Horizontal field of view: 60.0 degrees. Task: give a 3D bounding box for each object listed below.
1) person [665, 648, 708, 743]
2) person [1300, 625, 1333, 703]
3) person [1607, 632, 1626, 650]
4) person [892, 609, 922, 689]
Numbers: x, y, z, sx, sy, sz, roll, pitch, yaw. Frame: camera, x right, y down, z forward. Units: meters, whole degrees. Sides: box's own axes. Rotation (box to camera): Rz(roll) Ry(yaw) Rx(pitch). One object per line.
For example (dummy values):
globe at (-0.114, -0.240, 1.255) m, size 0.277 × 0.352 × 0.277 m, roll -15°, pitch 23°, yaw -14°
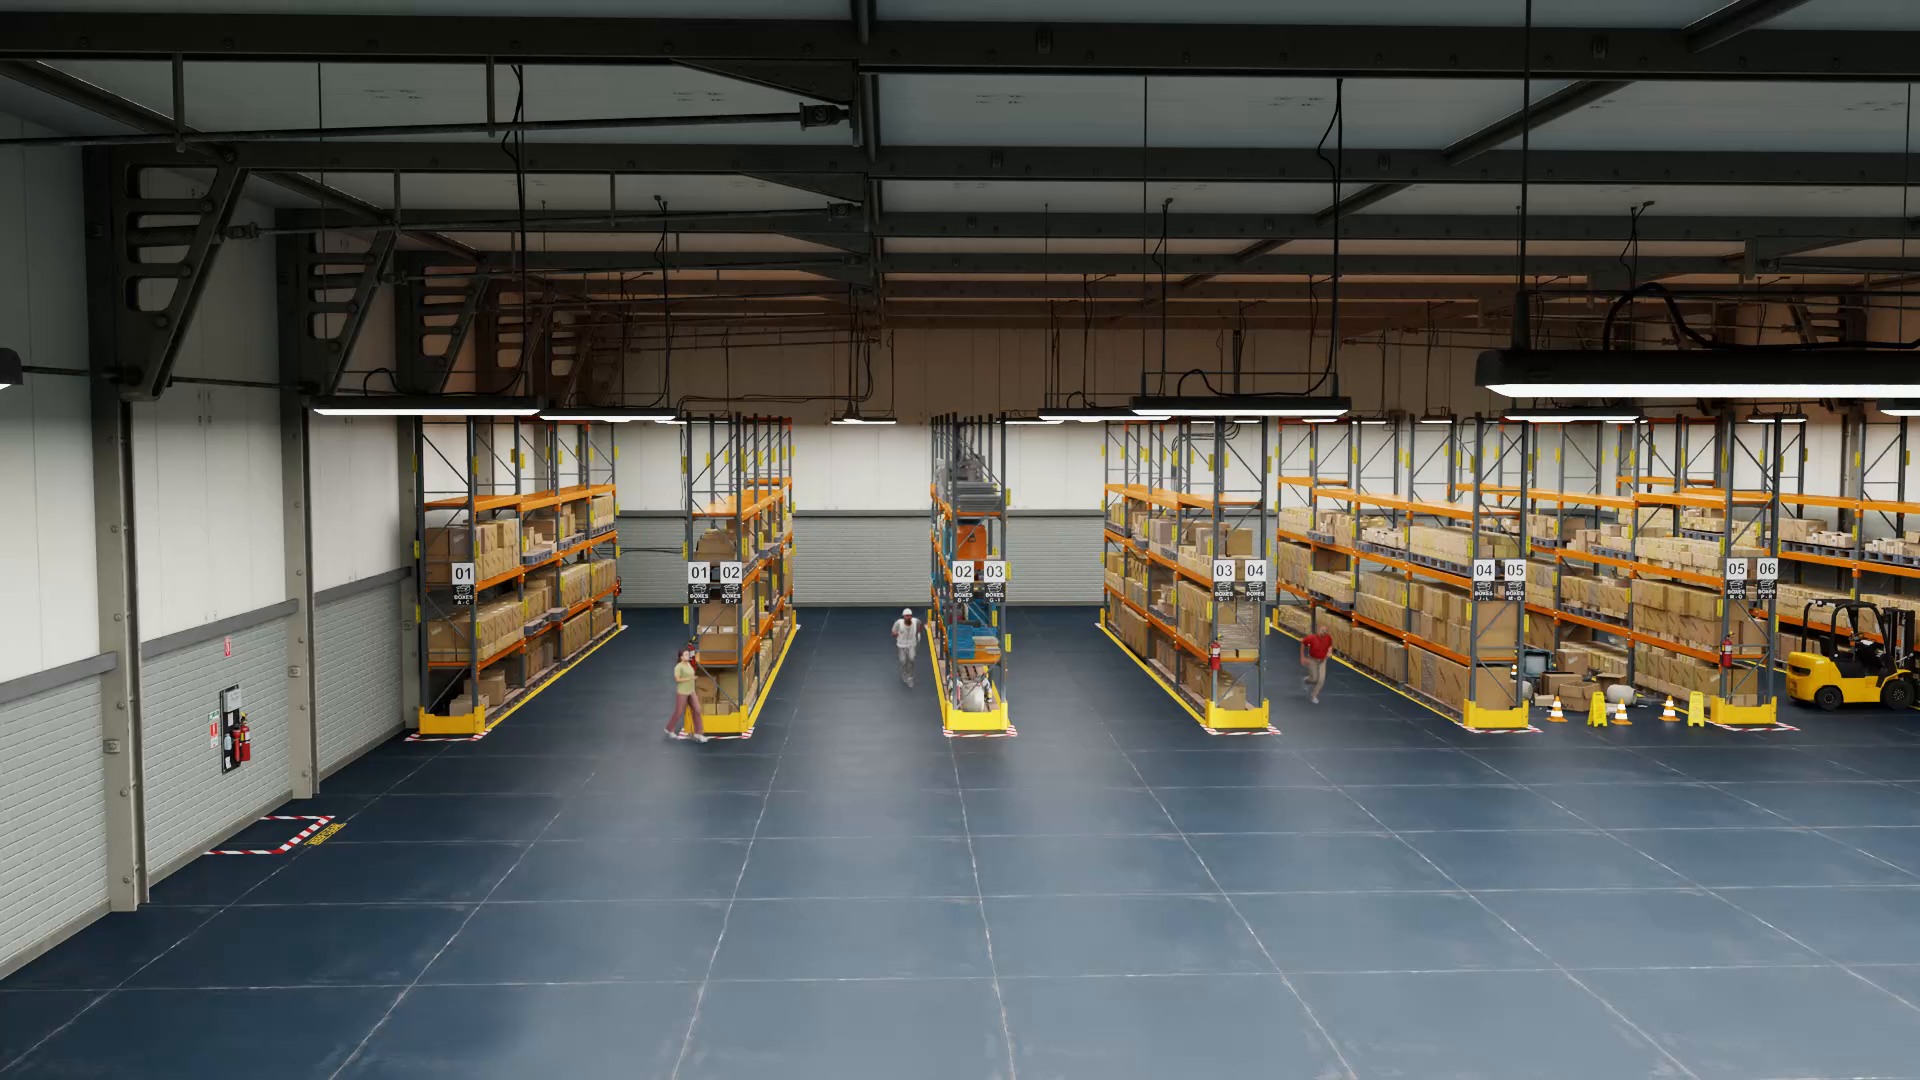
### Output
person at (-4.997, 2.811, 30.217) m, size 0.882 × 1.698 × 0.571 m, roll 3°, pitch 5°, yaw 33°
person at (7.410, 2.563, 34.619) m, size 0.657 × 1.664 × 0.766 m, roll -1°, pitch 4°, yaw -19°
person at (16.204, 2.049, 40.921) m, size 0.628 × 1.751 × 0.640 m, roll 0°, pitch 4°, yaw -3°
person at (-1.167, 2.363, 36.563) m, size 0.668 × 1.753 × 0.944 m, roll 0°, pitch 4°, yaw -2°
